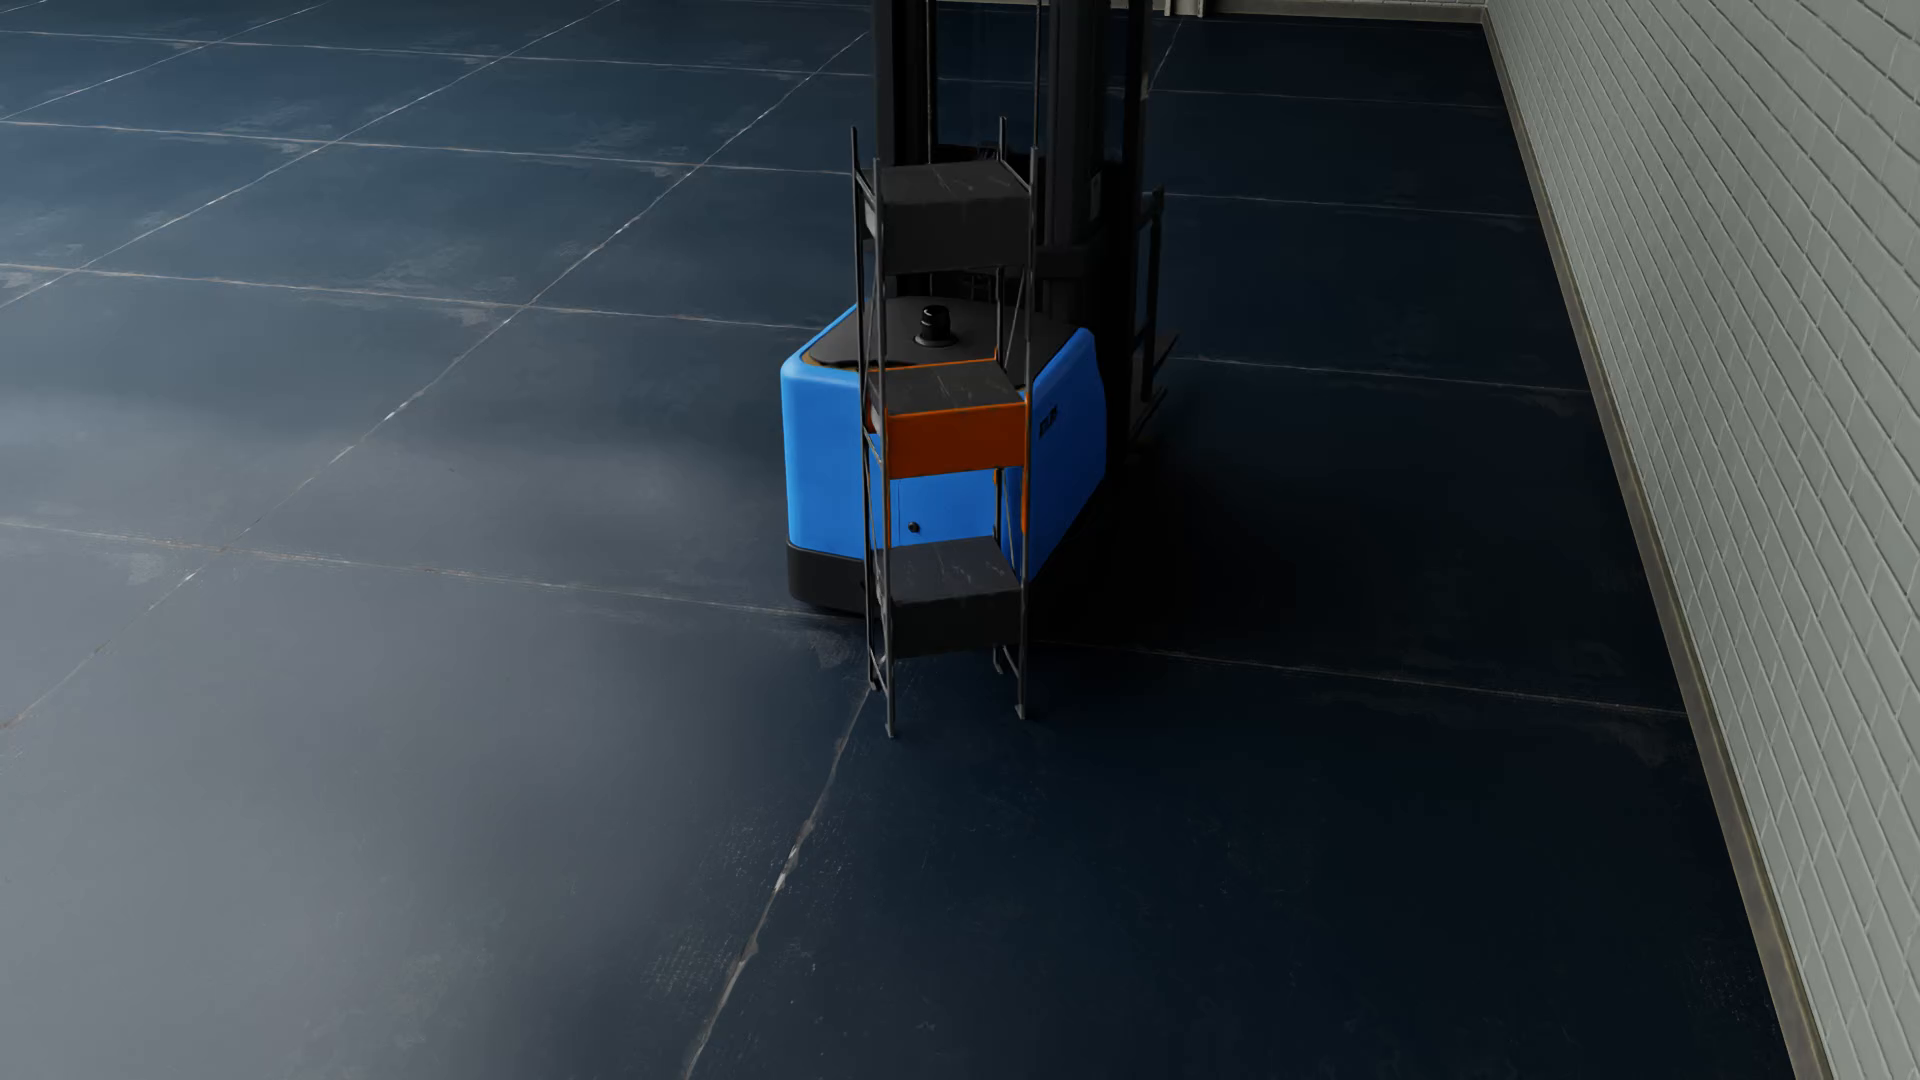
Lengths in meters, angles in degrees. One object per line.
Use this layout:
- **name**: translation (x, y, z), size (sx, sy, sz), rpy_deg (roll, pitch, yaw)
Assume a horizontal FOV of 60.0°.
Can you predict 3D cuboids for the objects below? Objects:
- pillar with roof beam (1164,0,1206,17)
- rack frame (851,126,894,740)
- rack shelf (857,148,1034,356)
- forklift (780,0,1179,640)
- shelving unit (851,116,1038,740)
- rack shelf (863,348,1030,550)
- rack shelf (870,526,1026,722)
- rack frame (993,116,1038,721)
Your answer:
- **pillar with roof beam**: translation (1.430, -7.372, 11.346), size (0.400, 9.000, 9.100), rpy_deg (6, 29, 11)
- **rack frame**: translation (-0.291, -0.301, 5.612), size (0.015, 2.100, 0.400), rpy_deg (-7, 29, -12)
- **rack shelf**: translation (-0.054, -0.931, 5.334), size (0.480, 0.518, 0.431), rpy_deg (-7, 29, -12)
- **forklift**: translation (0.305, -1.582, 7.088), size (1.130, 2.935, 3.031), rpy_deg (10, 30, 18)
- **shelving unit**: translation (-0.054, -0.329, 5.664), size (0.503, 2.100, 0.431), rpy_deg (-7, 29, -12)
- **rack shelf**: translation (-0.054, -0.317, 5.670), size (0.480, 0.518, 0.431), rpy_deg (-7, 29, -12)
- **rack shelf**: translation (-0.054, 0.297, 6.006), size (0.480, 0.518, 0.431), rpy_deg (-7, 29, -12)
- **rack frame**: translation (0.183, -0.357, 5.715), size (0.015, 2.100, 0.400), rpy_deg (-7, 29, -12)
